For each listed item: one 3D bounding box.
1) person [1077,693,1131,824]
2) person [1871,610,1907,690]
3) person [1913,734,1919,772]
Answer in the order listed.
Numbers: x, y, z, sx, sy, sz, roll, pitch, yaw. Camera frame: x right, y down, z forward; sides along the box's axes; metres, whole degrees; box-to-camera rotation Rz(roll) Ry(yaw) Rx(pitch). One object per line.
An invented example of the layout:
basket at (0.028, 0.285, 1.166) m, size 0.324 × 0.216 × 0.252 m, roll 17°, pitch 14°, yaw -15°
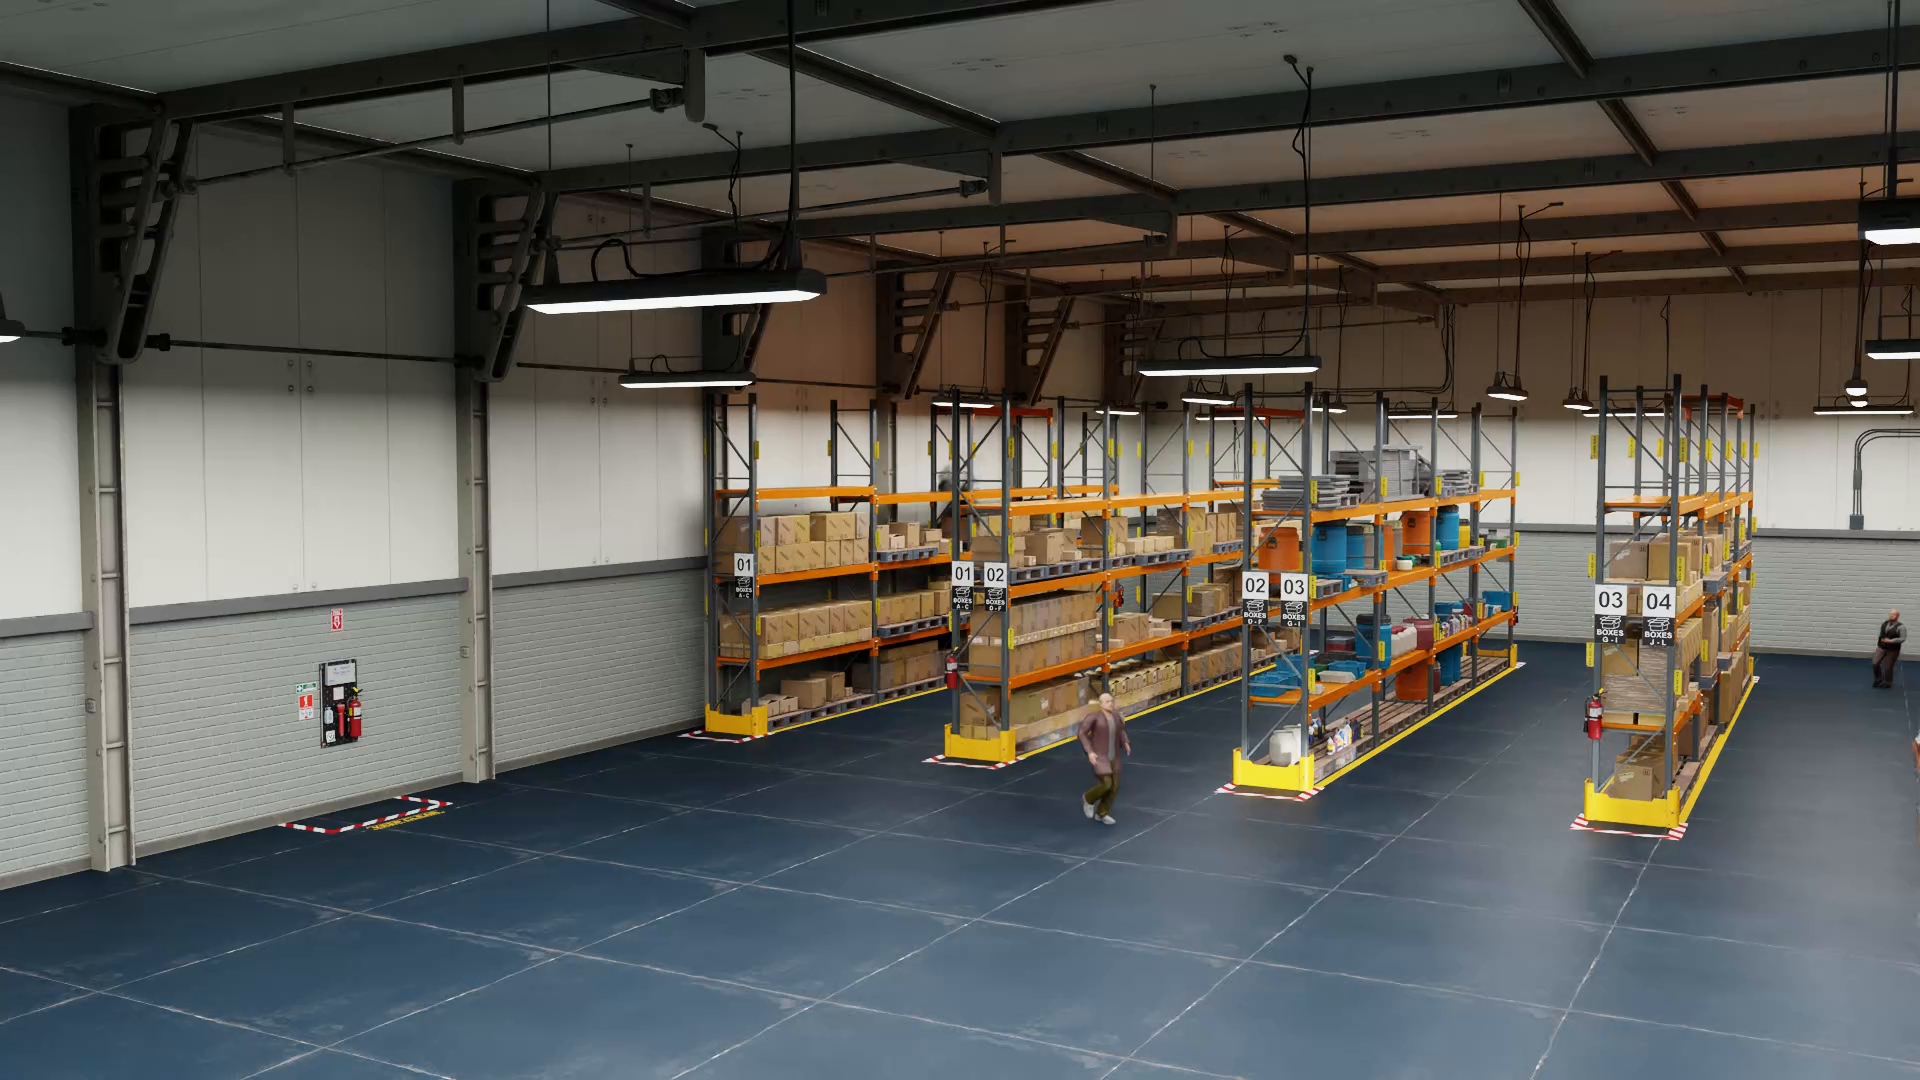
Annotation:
person at (1.956, 2.927, 22.338) m, size 0.727 × 1.745 × 0.633 m, roll -2°, pitch 4°, yaw -34°
person at (19.334, 2.297, 34.557) m, size 0.646 × 1.707 × 0.677 m, roll -2°, pitch 4°, yaw -36°
person at (12.669, 2.997, 21.481) m, size 0.548 × 1.689 × 0.664 m, roll 1°, pitch 3°, yaw 18°
